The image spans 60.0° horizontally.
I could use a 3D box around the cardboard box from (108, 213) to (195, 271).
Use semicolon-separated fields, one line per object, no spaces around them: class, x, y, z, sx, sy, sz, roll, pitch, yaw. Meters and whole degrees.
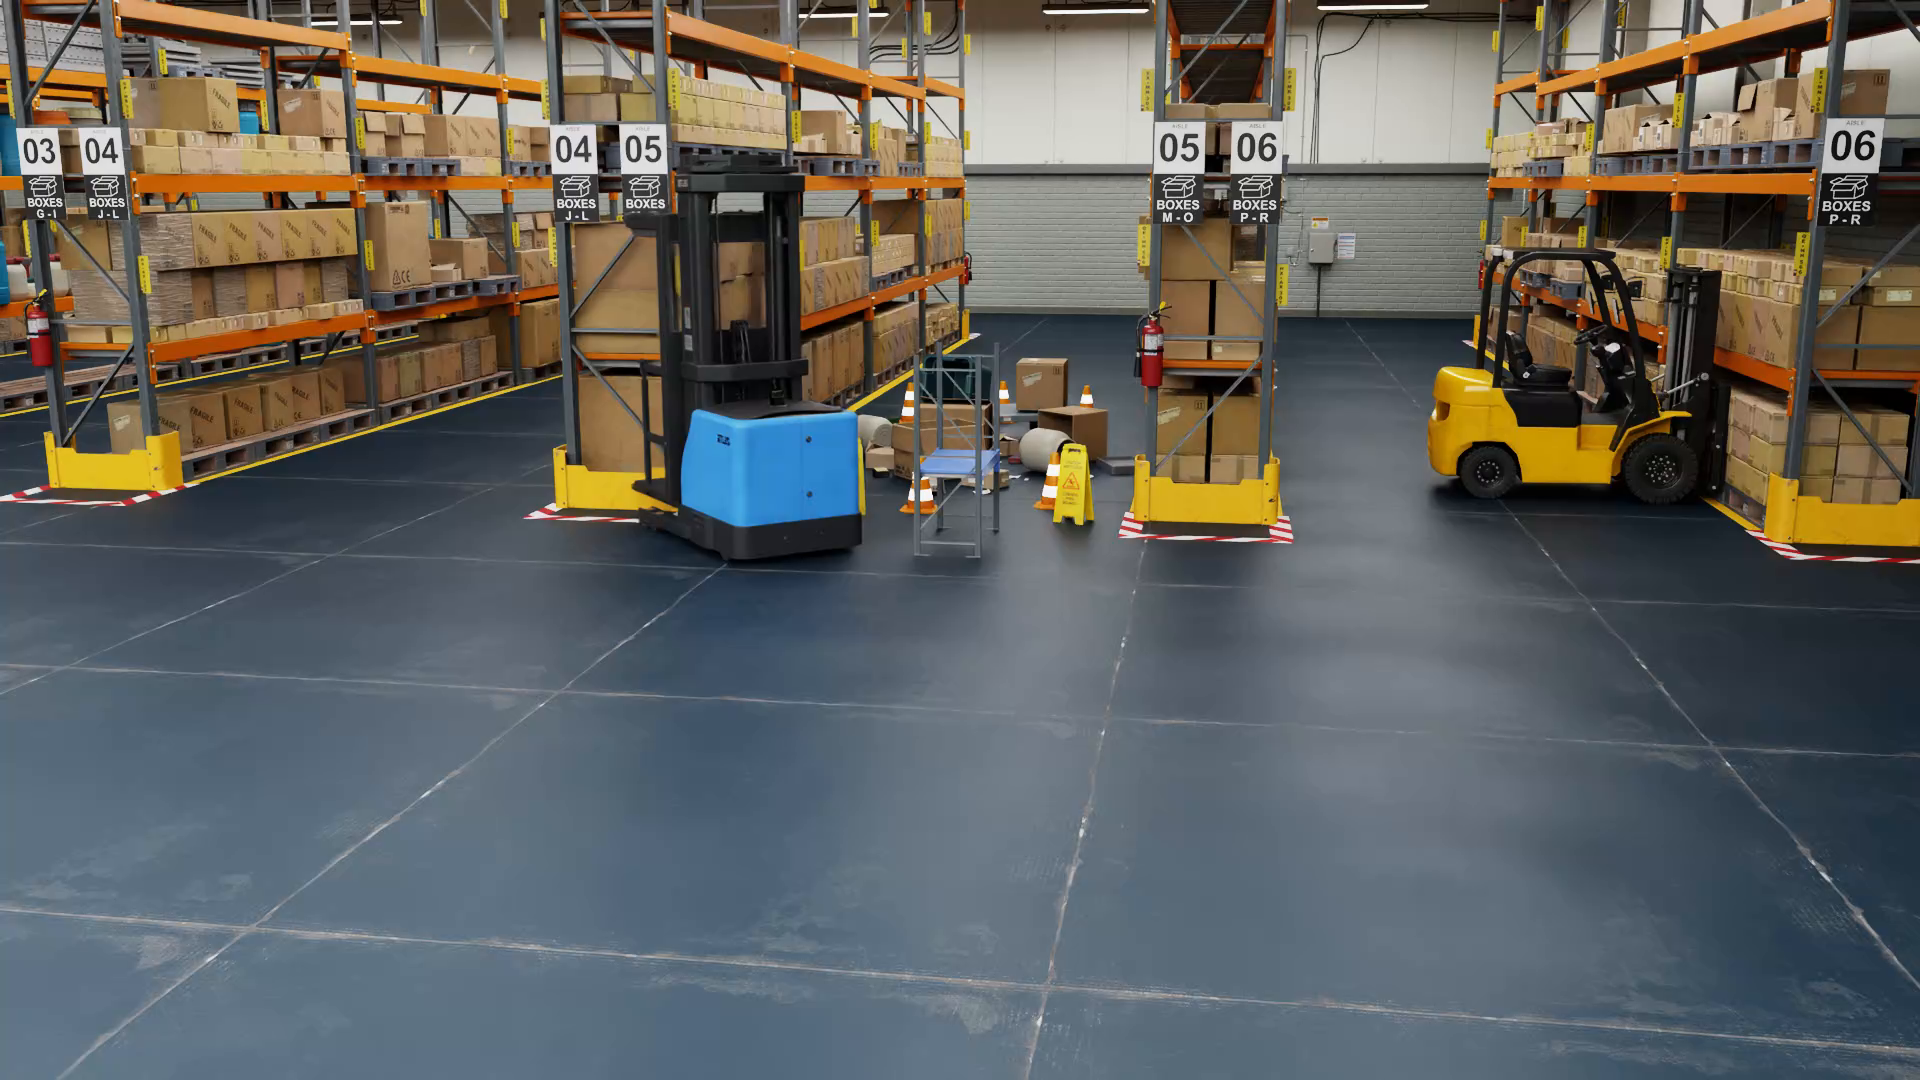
cardboard box;-7.414;-2.737;15.255;0.500;0.500;0.500;2;12;9

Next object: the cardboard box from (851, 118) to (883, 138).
cardboard box;-1.238;-5.504;22.236;0.396;0.266;0.258;2;12;9

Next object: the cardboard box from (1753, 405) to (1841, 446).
cardboard box;6.692;-0.923;13.311;0.500;0.250;0.500;2;12;11

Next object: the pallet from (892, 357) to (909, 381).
pallet;-1.340;-2.484;24.020;1.003;0.211;1.213;2;12;9

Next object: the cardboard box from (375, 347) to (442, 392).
cardboard box;-6.859;-2.116;20.581;0.700;0.500;0.500;1;12;4

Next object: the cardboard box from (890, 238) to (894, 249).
cardboard box;-1.147;-4.220;23.643;0.380;0.149;0.250;2;12;8

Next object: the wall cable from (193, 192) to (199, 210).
wall cable;-18.767;-8.341;37.706;3.097;2.526;0.112;2;12;9

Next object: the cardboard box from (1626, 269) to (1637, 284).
cardboard box;7.524;-2.795;18.010;0.500;0.250;0.500;2;12;10

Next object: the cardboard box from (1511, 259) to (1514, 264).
cardboard box;8.675;-4.256;25.270;0.500;0.250;0.500;2;12;9

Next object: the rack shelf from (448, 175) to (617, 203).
rack shelf;-6.230;-5.144;24.331;1.077;0.370;4.000;2;12;9

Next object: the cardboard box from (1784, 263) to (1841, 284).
cardboard box;6.784;-2.112;13.190;0.380;0.149;0.250;2;12;9

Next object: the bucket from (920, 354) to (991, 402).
bucket;-0.010;-1.639;17.639;0.726;0.611;0.620;7;4;28

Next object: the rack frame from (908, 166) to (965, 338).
rack frame;-0.421;-5.097;29.524;1.000;3.000;0.127;2;12;9

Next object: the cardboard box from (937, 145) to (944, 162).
cardboard box;-0.553;-6.202;26.700;0.500;0.250;0.500;2;12;10

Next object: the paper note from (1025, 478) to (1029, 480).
paper note;0.626;-0.574;15.632;0.032;0.001;0.123;2;12;9

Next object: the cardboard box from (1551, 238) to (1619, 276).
cardboard box;8.229;-3.734;21.956;0.797;0.503;0.637;2;12;7

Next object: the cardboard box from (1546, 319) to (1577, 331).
cardboard box;8.359;-2.977;23.084;0.380;0.149;0.250;2;12;9

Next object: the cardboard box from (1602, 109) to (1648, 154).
cardboard box;7.808;-4.759;19.363;0.500;0.500;0.500;2;12;9

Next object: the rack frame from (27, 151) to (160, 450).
rack frame;-7.767;-1.948;14.912;1.000;3.000;0.127;2;12;9

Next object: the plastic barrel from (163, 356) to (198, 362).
plastic barrel;-11.373;-3.021;24.044;0.600;0.830;0.708;2;12;9

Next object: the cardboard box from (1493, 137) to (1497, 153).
cardboard box;9.074;-6.496;27.359;0.500;0.250;0.500;2;12;8

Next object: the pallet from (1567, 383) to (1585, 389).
pallet;8.312;-1.923;21.416;1.003;0.211;1.213;2;12;9

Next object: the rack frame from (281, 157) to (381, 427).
rack frame;-7.152;-2.781;18.776;1.000;3.000;0.127;2;12;9

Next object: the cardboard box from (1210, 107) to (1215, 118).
cardboard box;1.974;-3.597;14.150;0.380;0.149;0.250;2;12;9

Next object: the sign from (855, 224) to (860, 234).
sign;-1.574;-4.703;25.643;0.100;0.325;0.005;2;12;9

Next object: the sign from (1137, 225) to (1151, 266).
sign;1.479;-2.370;13.370;0.100;0.325;0.005;2;12;9

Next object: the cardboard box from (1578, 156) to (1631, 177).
cardboard box;7.999;-4.640;20.639;0.500;0.250;0.500;1;12;7

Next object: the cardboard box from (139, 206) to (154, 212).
cardboard box;-15.043;-5.823;30.283;0.500;0.500;0.500;2;12;10

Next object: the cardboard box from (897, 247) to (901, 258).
cardboard box;-1.062;-4.185;24.187;0.380;0.149;0.250;1;12;6

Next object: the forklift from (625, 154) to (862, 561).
forklift;-1.945;-1.542;13.190;1.130;2.935;3.031;-7;14;-31

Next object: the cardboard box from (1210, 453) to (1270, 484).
cardboard box;2.422;-0.647;14.405;0.500;0.250;0.500;2;12;8

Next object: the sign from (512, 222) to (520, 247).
sign;-5.999;-4.125;22.454;0.100;0.325;0.005;2;12;9

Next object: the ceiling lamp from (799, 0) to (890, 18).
ceiling lamp;-2.389;-11.541;31.332;2.000;3.185;0.800;2;12;9

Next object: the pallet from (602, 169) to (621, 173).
pallet;-5.786;-6.039;26.985;1.003;0.211;1.213;2;12;9

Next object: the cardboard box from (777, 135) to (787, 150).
cardboard box;-2.007;-4.110;17.188;0.380;0.149;0.250;2;12;8

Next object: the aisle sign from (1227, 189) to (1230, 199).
aisle sign;4.803;-6.233;28.626;0.394;0.787;0.004;2;12;9

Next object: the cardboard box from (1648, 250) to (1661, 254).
cardboard box;8.280;-3.314;19.473;0.380;0.149;0.250;2;12;9

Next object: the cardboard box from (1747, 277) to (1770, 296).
cardboard box;6.860;-2.129;13.973;0.380;0.149;0.250;1;12;7

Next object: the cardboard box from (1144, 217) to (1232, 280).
cardboard box;1.887;-2.423;13.801;0.700;0.500;0.500;2;12;7

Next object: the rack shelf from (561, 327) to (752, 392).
rack shelf;-2.574;-1.831;16.077;1.077;0.370;4.000;2;12;9

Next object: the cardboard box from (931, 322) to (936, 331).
cardboard box;-0.603;-3.506;27.208;0.380;0.149;0.250;2;12;11

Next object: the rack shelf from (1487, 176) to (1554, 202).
rack shelf;9.083;-5.496;25.962;1.077;0.370;4.000;2;12;9

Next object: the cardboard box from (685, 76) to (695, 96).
cardboard box;-2.477;-3.865;14.157;0.380;0.149;0.250;2;12;9

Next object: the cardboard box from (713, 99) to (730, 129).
cardboard box;-2.400;-3.862;15.088;0.500;0.250;0.500;2;12;8

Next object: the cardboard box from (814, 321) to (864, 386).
cardboard box;-1.834;-2.413;21.414;1.050;0.750;0.750;2;12;8

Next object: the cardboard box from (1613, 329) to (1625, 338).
cardboard box;8.575;-2.640;21.520;0.380;0.149;0.250;2;12;9

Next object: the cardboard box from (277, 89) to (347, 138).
cardboard box;-6.970;-4.584;17.892;0.500;0.500;0.500;2;12;7

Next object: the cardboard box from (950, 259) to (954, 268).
cardboard box;-0.307;-4.740;28.464;0.380;0.149;0.250;2;12;10

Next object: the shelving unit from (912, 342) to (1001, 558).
shelving unit;-0.013;-0.715;12.753;0.538;1.500;1.048;2;12;9

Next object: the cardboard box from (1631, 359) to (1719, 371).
cardboard box;7.741;-1.614;18.003;0.875;0.625;0.625;2;12;8

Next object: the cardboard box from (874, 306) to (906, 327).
cardboard box;-1.061;-3.234;24.035;0.500;0.250;0.500;1;12;6

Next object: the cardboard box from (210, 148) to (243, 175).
cardboard box;-7.285;-3.643;16.016;0.500;0.250;0.500;2;12;8

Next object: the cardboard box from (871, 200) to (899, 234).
cardboard box;-1.231;-5.054;26.008;0.500;0.500;0.500;1;12;7

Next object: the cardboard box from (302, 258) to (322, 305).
cardboard box;-7.394;-2.780;17.831;0.875;0.500;0.500;2;12;9

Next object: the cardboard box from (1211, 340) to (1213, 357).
cardboard box;2.306;-1.621;13.992;0.380;0.149;0.250;2;12;9
